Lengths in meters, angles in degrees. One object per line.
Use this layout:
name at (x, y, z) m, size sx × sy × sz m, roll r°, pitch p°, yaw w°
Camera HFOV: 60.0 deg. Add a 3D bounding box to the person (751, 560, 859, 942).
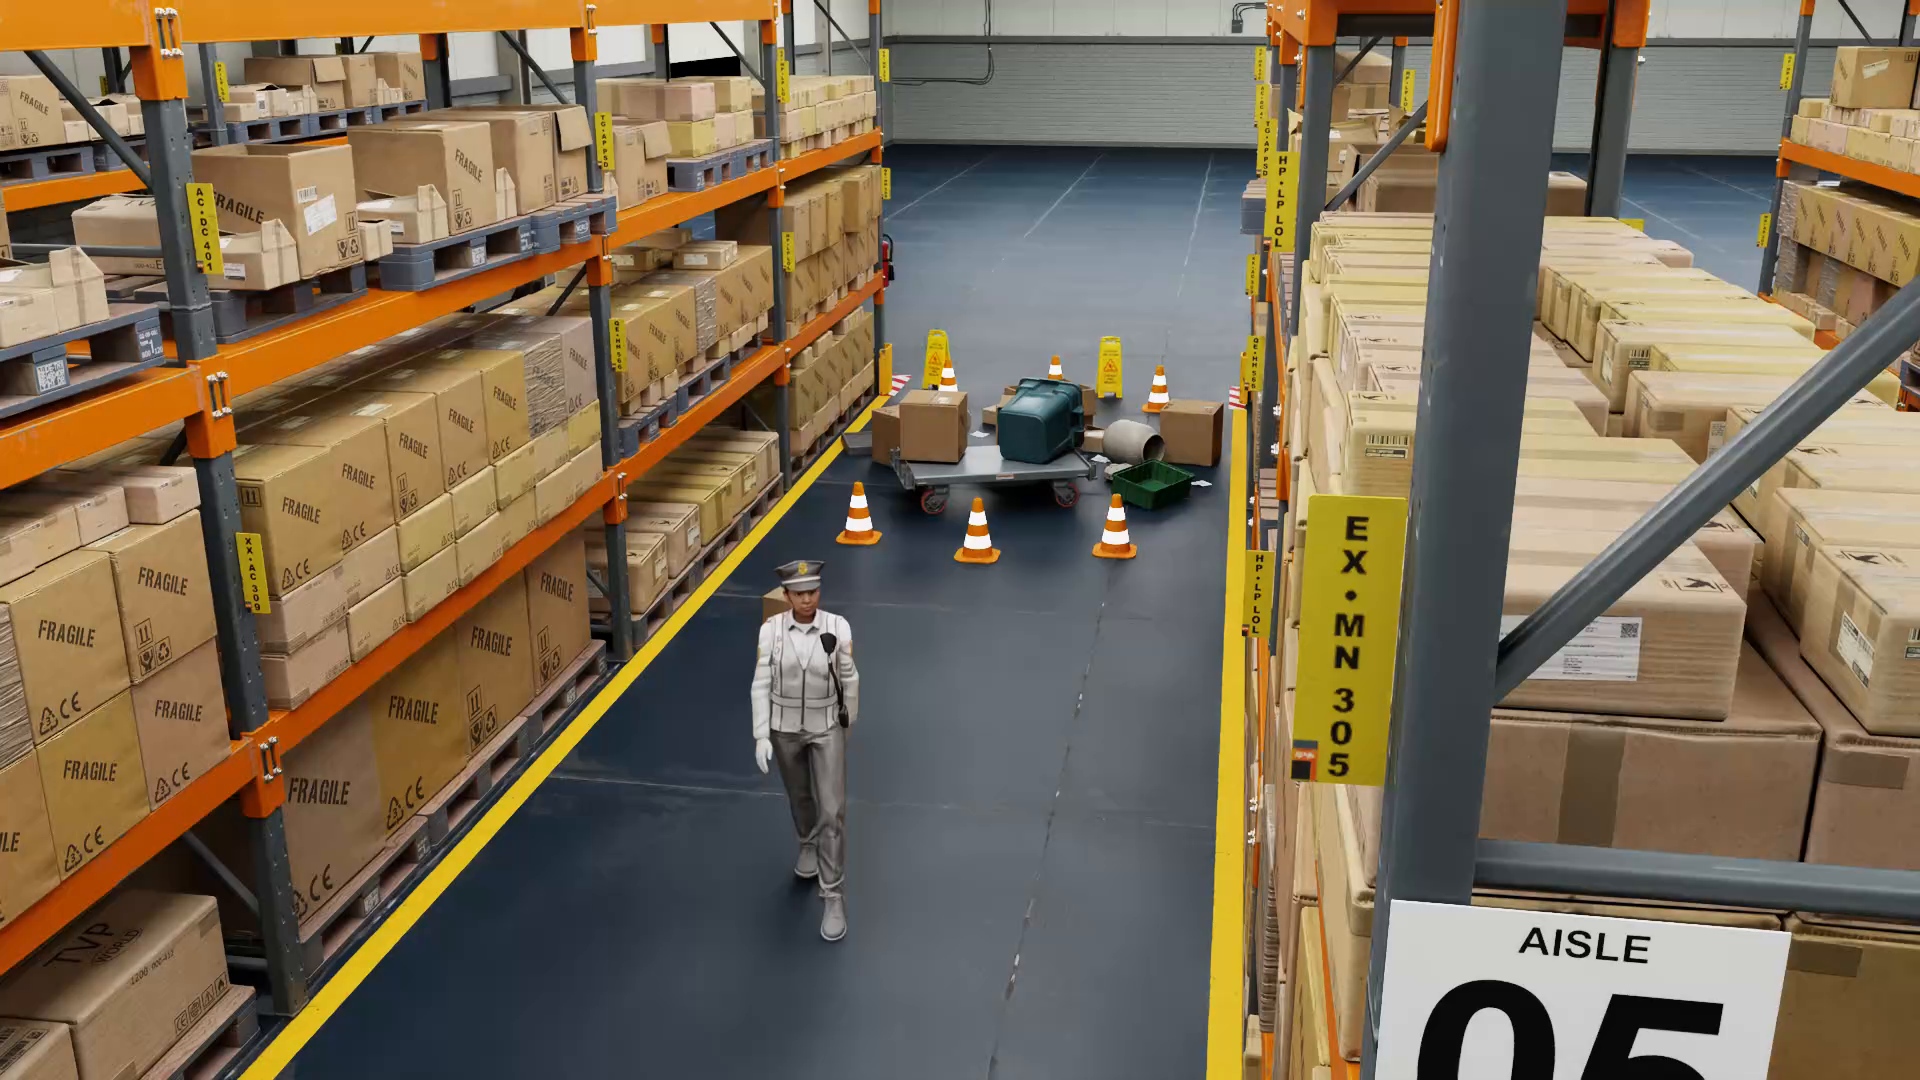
person at (-0.721, 0.908, 7.690) m, size 0.485 × 1.682 × 0.807 m, roll 0°, pitch 18°, yaw 1°
